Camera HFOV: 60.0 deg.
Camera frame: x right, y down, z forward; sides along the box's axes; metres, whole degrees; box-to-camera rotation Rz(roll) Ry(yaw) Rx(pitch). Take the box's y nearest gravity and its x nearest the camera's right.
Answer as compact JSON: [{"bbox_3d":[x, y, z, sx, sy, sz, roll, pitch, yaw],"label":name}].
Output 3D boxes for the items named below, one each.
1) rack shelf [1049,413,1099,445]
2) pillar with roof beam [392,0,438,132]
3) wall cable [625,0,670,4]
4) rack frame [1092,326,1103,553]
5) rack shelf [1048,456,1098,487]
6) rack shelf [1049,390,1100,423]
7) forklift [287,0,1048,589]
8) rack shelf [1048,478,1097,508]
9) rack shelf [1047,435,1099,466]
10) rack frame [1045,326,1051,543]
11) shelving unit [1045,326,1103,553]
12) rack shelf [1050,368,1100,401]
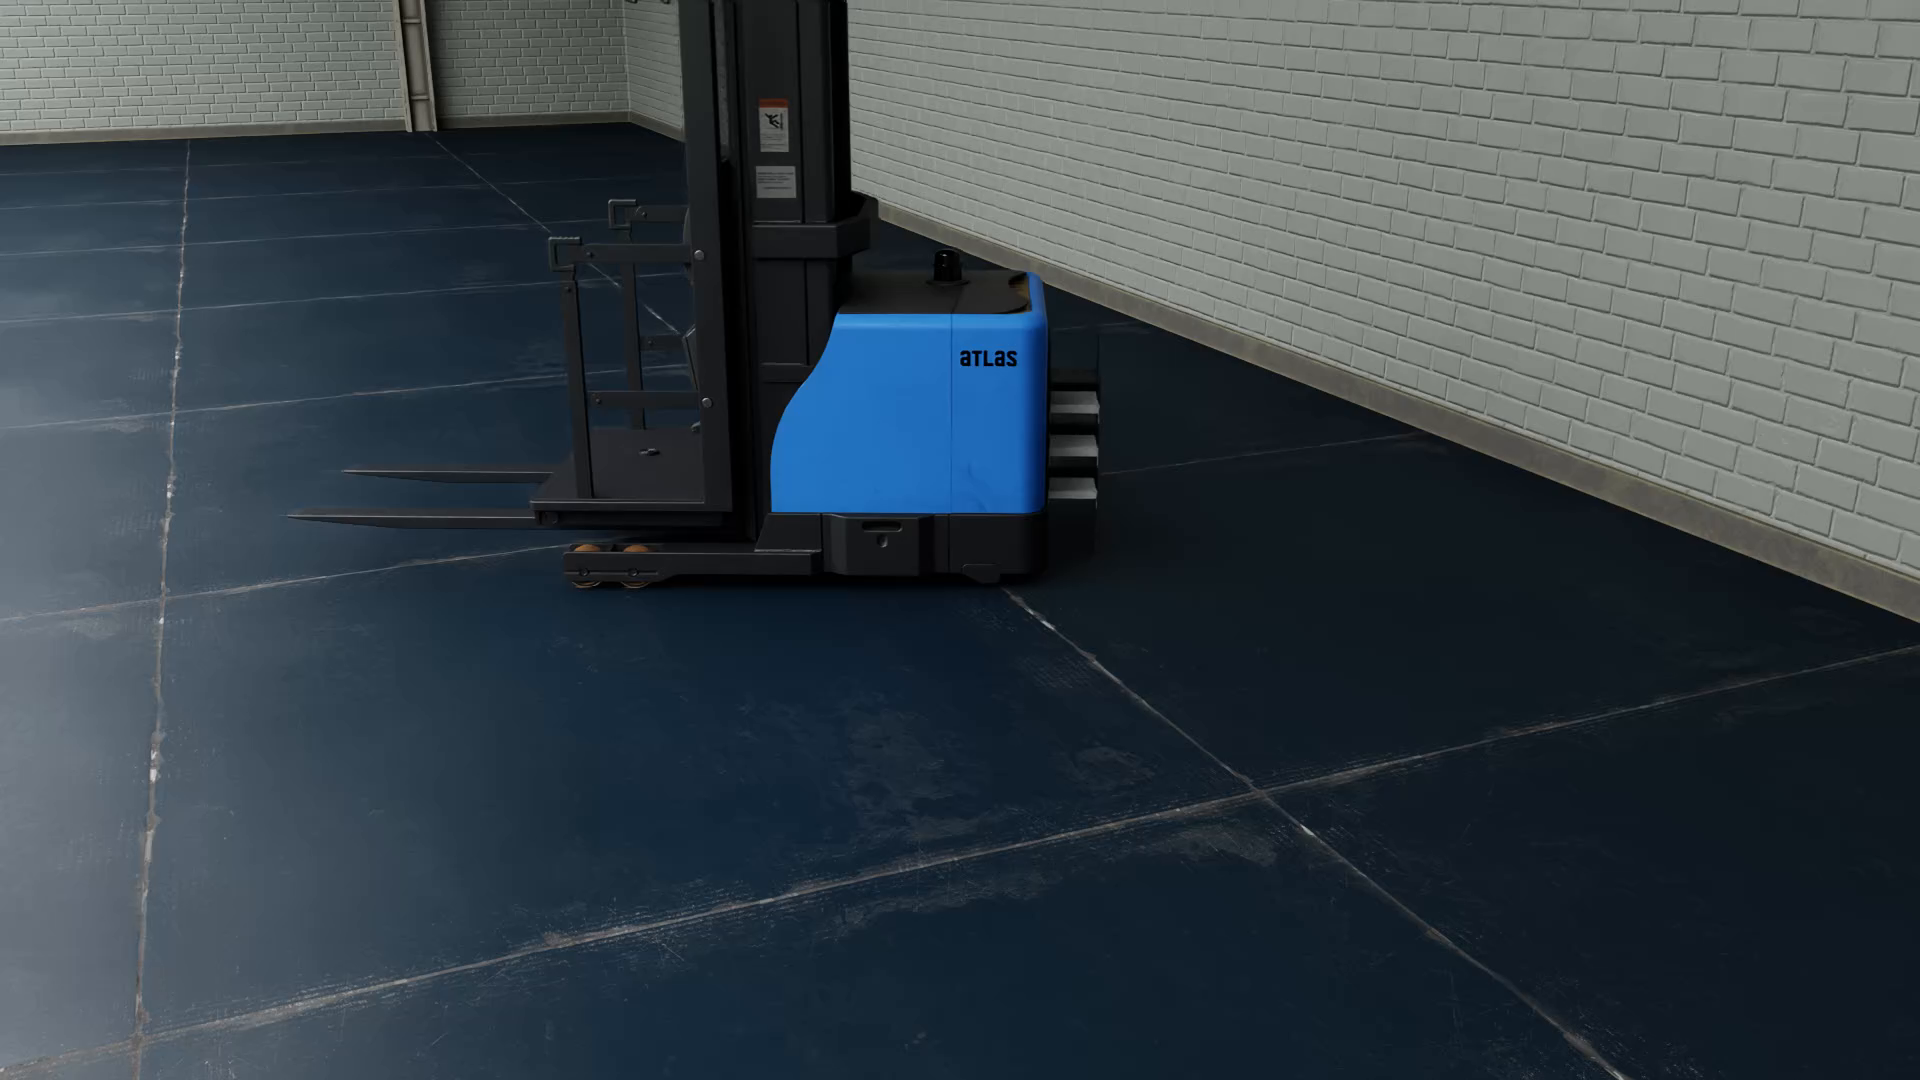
[{"bbox_3d":[0.462,-0.463,6.811,0.200,0.077,0.258,0,19,1],"label":"rack shelf"},{"bbox_3d":[-5.858,-8.688,18.147,0.400,9.000,9.100,-8,21,-22],"label":"pillar with roof beam"},{"bbox_3d":[-4.334,-8.520,22.346,0.112,2.526,3.097,-8,21,-22],"label":"wall cable"},{"bbox_3d":[0.563,-0.409,6.828,0.006,0.900,0.240,0,19,1],"label":"rack frame"},{"bbox_3d":[0.462,-0.293,6.871,0.200,0.077,0.258,0,19,1],"label":"rack shelf"},{"bbox_3d":[0.462,-0.548,6.781,0.200,0.077,0.258,0,19,1],"label":"rack shelf"},{"bbox_3d":[-1.164,-1.368,6.493,3.031,2.935,1.130,0,19,1],"label":"forklift"},{"bbox_3d":[0.462,-0.208,6.901,0.200,0.077,0.258,0,19,1],"label":"rack shelf"},{"bbox_3d":[0.462,-0.378,6.841,0.200,0.077,0.258,0,19,1],"label":"rack shelf"},{"bbox_3d":[0.360,-0.410,6.832,0.006,0.900,0.240,0,19,1],"label":"rack frame"},{"bbox_3d":[0.462,-0.409,6.830,0.210,0.900,0.258,0,19,1],"label":"shelving unit"},{"bbox_3d":[0.462,-0.633,6.751,0.200,0.077,0.258,0,19,1],"label":"rack shelf"}]
